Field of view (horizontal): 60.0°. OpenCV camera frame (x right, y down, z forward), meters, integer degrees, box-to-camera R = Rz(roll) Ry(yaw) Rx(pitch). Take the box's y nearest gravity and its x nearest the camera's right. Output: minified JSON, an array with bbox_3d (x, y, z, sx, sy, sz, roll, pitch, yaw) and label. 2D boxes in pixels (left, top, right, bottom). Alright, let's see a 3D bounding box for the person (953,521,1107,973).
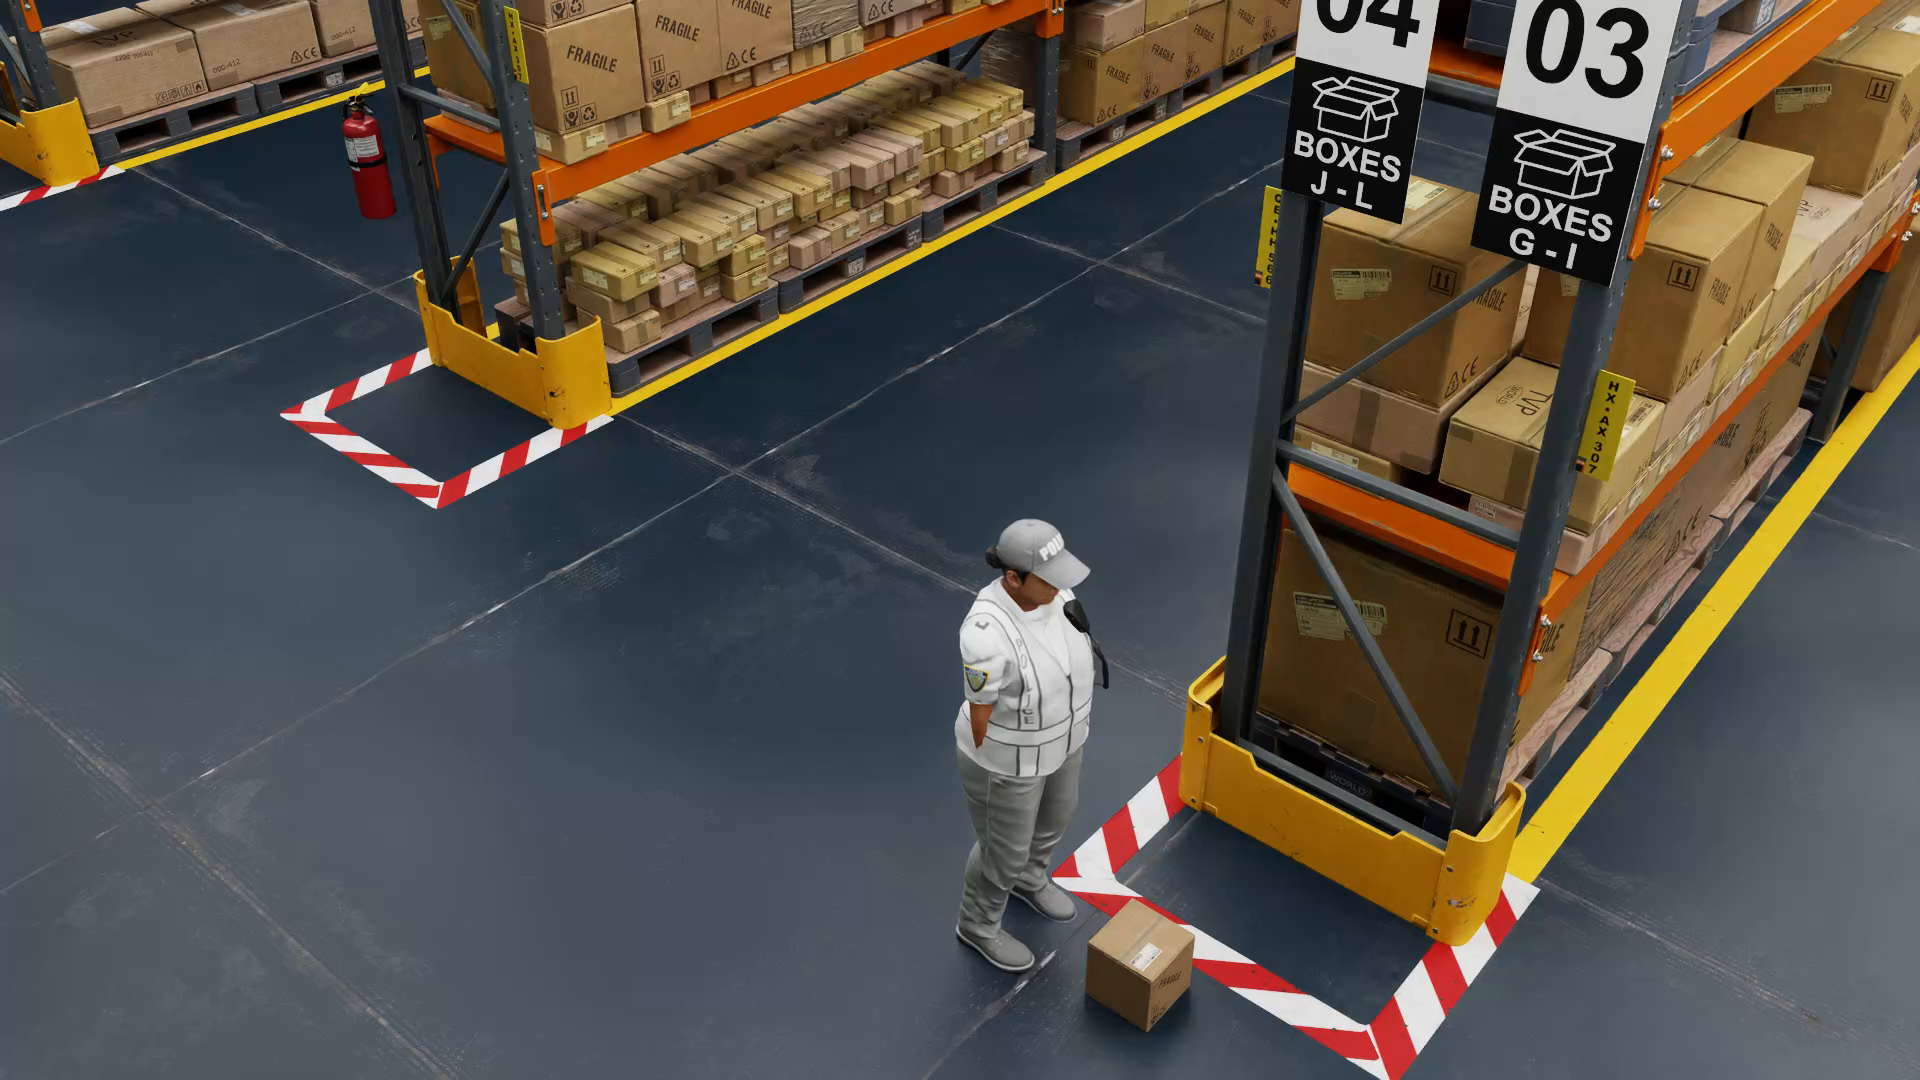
[{"bbox_3d":[0.212,0.638,5.258,0.389,1.660,0.473,25,42,31],"label":"person"}]
